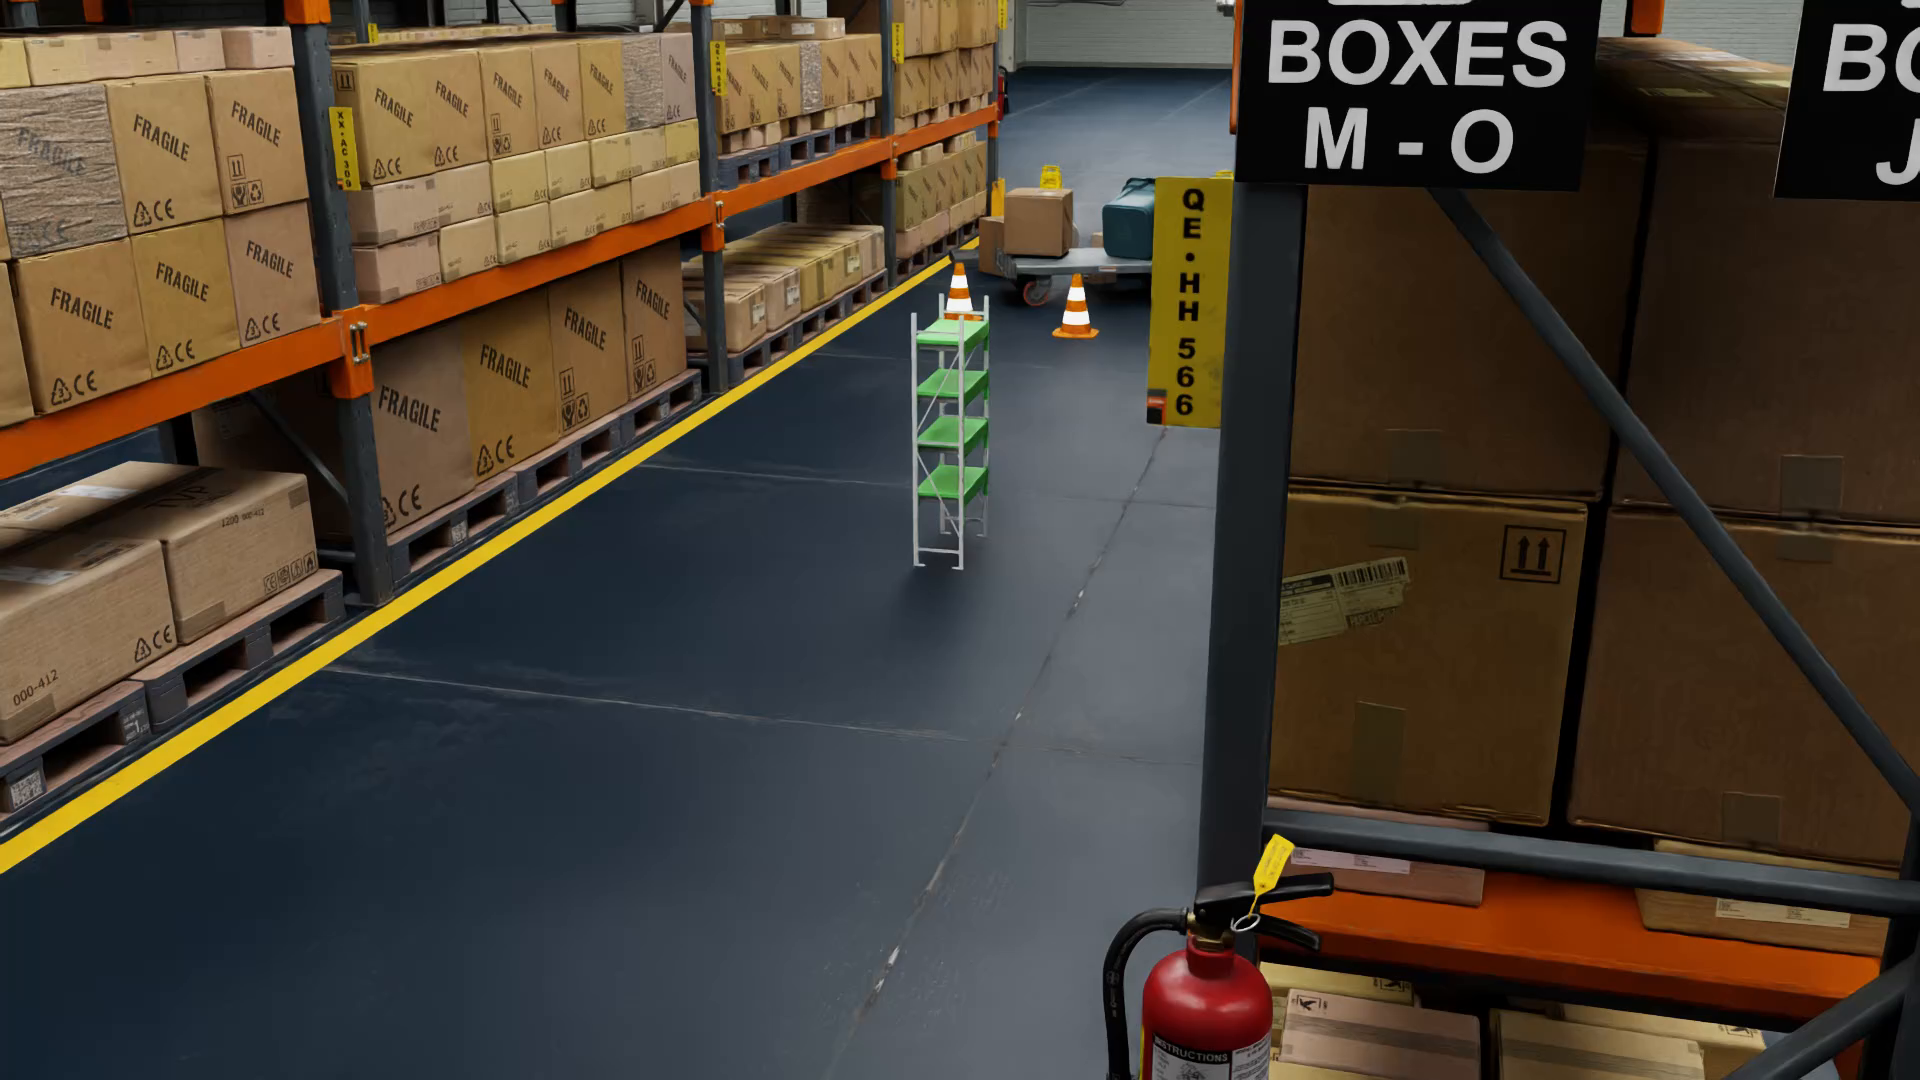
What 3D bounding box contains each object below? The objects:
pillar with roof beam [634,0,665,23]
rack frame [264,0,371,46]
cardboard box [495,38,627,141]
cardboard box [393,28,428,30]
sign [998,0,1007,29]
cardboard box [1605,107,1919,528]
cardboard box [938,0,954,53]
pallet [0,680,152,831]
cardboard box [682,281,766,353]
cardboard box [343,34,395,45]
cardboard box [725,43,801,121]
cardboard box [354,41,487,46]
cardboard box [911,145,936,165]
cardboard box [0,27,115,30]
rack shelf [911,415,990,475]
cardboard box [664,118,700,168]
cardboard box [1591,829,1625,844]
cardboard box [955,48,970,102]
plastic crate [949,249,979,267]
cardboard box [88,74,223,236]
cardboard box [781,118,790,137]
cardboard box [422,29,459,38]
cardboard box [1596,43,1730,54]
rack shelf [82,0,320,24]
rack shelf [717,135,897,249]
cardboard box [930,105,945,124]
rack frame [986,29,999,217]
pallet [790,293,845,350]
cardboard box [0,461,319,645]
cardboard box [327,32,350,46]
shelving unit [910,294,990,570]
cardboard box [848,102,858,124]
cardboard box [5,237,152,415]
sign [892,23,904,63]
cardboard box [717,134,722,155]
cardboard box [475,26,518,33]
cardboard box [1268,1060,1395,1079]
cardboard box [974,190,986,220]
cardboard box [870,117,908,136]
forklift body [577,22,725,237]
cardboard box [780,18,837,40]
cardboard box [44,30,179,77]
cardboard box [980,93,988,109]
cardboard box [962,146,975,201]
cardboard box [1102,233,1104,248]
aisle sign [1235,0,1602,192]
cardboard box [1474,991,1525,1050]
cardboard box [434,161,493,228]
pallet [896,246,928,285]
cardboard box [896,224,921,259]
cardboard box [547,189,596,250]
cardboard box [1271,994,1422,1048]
[{"bbox_3d":[-0.302,-9.556,22.241,9.100,9.000,0.400,5,19,13],"label":"pillar with roof beam"},{"bbox_3d":[-5.876,-4.069,15.461,1.000,3.000,0.127,5,19,13],"label":"rack frame"},{"bbox_3d":[-2.157,-2.446,9.006,0.500,0.500,0.500,5,19,13],"label":"cardboard box"},{"bbox_3d":[-5.654,-5.164,17.047,0.380,0.149,0.250,5,20,15],"label":"cardboard box"},{"bbox_3d":[0.449,-5.580,17.602,0.100,0.325,0.005,5,19,13],"label":"sign"},{"bbox_3d":[1.199,-0.339,2.378,0.500,0.500,0.500,5,19,13],"label":"cardboard box"},{"bbox_3d":[-0.449,-4.774,15.362,0.700,0.500,0.500,4,19,12],"label":"cardboard box"},{"bbox_3d":[-3.574,0.764,5.623,1.003,0.211,1.213,5,19,13],"label":"pallet"},{"bbox_3d":[-1.891,-1.556,11.519,0.950,0.372,0.625,3,19,10],"label":"cardboard box"},{"bbox_3d":[-5.510,-4.641,15.515,0.380,0.149,0.250,5,20,14],"label":"cardboard box"},{"bbox_3d":[-1.461,-3.265,11.842,0.500,0.500,0.500,5,19,14],"label":"cardboard box"},{"bbox_3d":[-2.776,-2.335,8.681,0.500,0.500,0.500,5,19,14],"label":"cardboard box"},{"bbox_3d":[-0.443,-3.597,15.519,0.380,0.149,0.250,5,20,15],"label":"cardboard box"},{"bbox_3d":[-3.392,-1.838,6.224,0.380,0.149,0.250,5,19,14],"label":"cardboard box"},{"bbox_3d":[-0.040,-0.455,7.862,0.258,0.148,0.480,5,19,13],"label":"rack shelf"},{"bbox_3d":[-1.911,-2.418,10.086,0.500,0.250,0.500,5,19,13],"label":"cardboard box"},{"bbox_3d":[1.250,0.402,2.758,0.380,0.149,0.250,5,20,15],"label":"cardboard box"},{"bbox_3d":[-0.202,-4.615,16.444,0.500,0.500,0.500,5,19,13],"label":"cardboard box"},{"bbox_3d":[0.117,-2.724,16.039,0.402,0.080,0.583,-2,19,-6],"label":"plastic crate"},{"bbox_3d":[-2.995,-1.363,5.837,0.500,0.500,0.500,4,19,13],"label":"cardboard box"},{"bbox_3d":[-1.464,-3.018,12.121,0.380,0.149,0.250,5,20,16],"label":"cardboard box"},{"bbox_3d":[-5.272,-5.051,16.716,0.380,0.149,0.250,5,19,13],"label":"cardboard box"},{"bbox_3d":[1.835,-1.142,4.728,0.500,0.500,0.500,4,19,12],"label":"cardboard box"},{"bbox_3d":[-3.505,-1.623,4.771,1.077,0.370,4.000,5,19,13],"label":"rack shelf"},{"bbox_3d":[-1.550,-2.711,12.597,1.077,0.370,4.000,5,19,13],"label":"rack shelf"},{"bbox_3d":[-0.352,-4.033,15.744,0.380,0.149,0.250,5,19,14],"label":"cardboard box"},{"bbox_3d":[-0.084,-4.932,17.987,1.000,3.000,0.127,5,19,13],"label":"rack frame"},{"bbox_3d":[-1.546,-1.731,12.929,1.003,0.211,1.213,5,19,13],"label":"pallet"},{"bbox_3d":[-3.273,0.031,6.770,0.875,0.438,0.875,4,19,13],"label":"cardboard box"},{"bbox_3d":[-5.989,-4.764,15.875,0.380,0.149,0.250,4,19,12],"label":"cardboard box"},{"bbox_3d":[-0.040,-0.516,7.842,0.258,1.200,0.503,5,19,13],"label":"shelving unit"},{"bbox_3d":[-1.029,-3.410,13.270,0.380,0.149,0.250,4,19,12],"label":"cardboard box"},{"bbox_3d":[-3.110,-0.732,5.536,0.500,0.500,0.500,4,19,13],"label":"cardboard box"},{"bbox_3d":[-0.522,-4.184,14.004,0.100,0.325,0.005,5,19,13],"label":"sign"},{"bbox_3d":[-1.779,-2.592,10.874,0.380,0.149,0.250,4,19,10],"label":"cardboard box"},{"bbox_3d":[-4.982,-5.453,17.893,0.380,0.149,0.250,5,19,14],"label":"cardboard box"},{"bbox_3d":[0.715,1.125,3.094,0.380,0.149,0.250,5,19,14],"label":"cardboard box"},{"bbox_3d":[-0.027,-3.548,17.537,0.500,0.250,0.500,5,19,13],"label":"cardboard box"},{"bbox_3d":[-0.673,-3.633,14.572,0.380,0.149,0.250,5,19,13],"label":"cardboard box"},{"bbox_3d":[-3.592,-4.183,17.106,2.313,2.155,1.214,5,19,13],"label":"forklift body"},{"bbox_3d":[-1.155,-3.905,12.711,0.380,0.149,0.250,4,19,11],"label":"cardboard box"},{"bbox_3d":[-3.023,-1.725,5.893,0.380,0.149,0.250,5,19,13],"label":"cardboard box"},{"bbox_3d":[0.078,-4.591,17.377,0.380,0.149,0.250,4,19,13],"label":"cardboard box"},{"bbox_3d":[-0.151,-3.749,16.967,0.500,0.500,0.500,5,20,15],"label":"cardboard box"},{"bbox_3d":[1.721,-2.771,15.311,0.797,0.637,0.503,5,19,13],"label":"cardboard box"},{"bbox_3d":[0.523,-0.789,1.835,0.394,0.787,0.004,5,19,13],"label":"aisle sign"},{"bbox_3d":[1.447,1.128,4.006,0.380,0.149,0.250,5,19,14],"label":"cardboard box"},{"bbox_3d":[-2.535,-1.618,7.742,0.500,0.250,0.500,5,19,14],"label":"cardboard box"},{"bbox_3d":[-0.932,-2.572,15.392,1.003,0.211,1.213,5,19,13],"label":"pallet"},{"bbox_3d":[-0.655,-2.740,15.172,0.500,0.250,0.500,4,19,11],"label":"cardboard box"},{"bbox_3d":[-2.256,-1.695,8.741,0.500,0.250,0.500,4,19,12],"label":"cardboard box"},{"bbox_3d":[0.809,1.101,3.625,0.380,0.149,0.250,4,19,11],"label":"cardboard box"}]
